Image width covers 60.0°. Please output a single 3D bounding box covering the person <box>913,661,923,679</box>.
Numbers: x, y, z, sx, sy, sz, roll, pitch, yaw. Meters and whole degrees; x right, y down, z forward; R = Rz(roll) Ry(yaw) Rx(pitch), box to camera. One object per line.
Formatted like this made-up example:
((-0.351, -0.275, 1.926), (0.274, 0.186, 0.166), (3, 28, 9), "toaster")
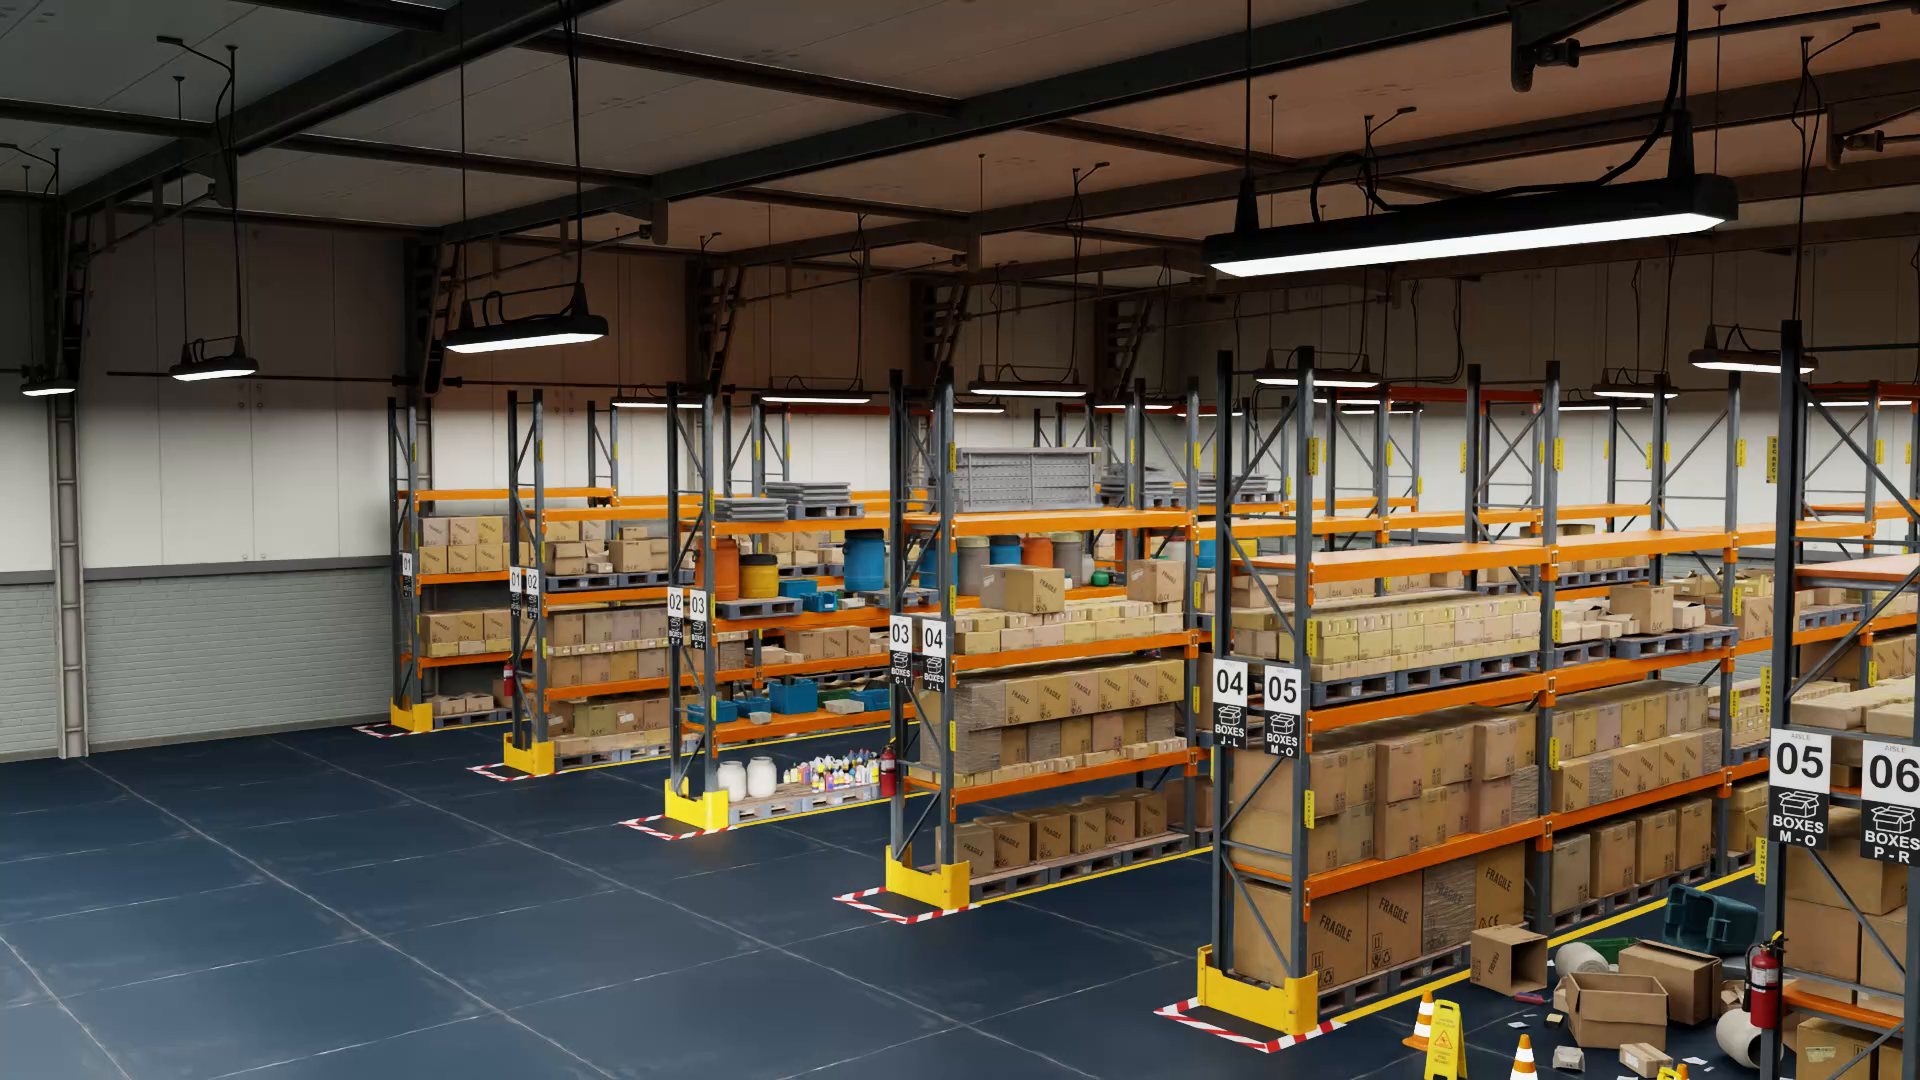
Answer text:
((-0.840, 2.310, 34.553), (0.428, 1.677, 0.507), (-1, 3, -15), "person")
